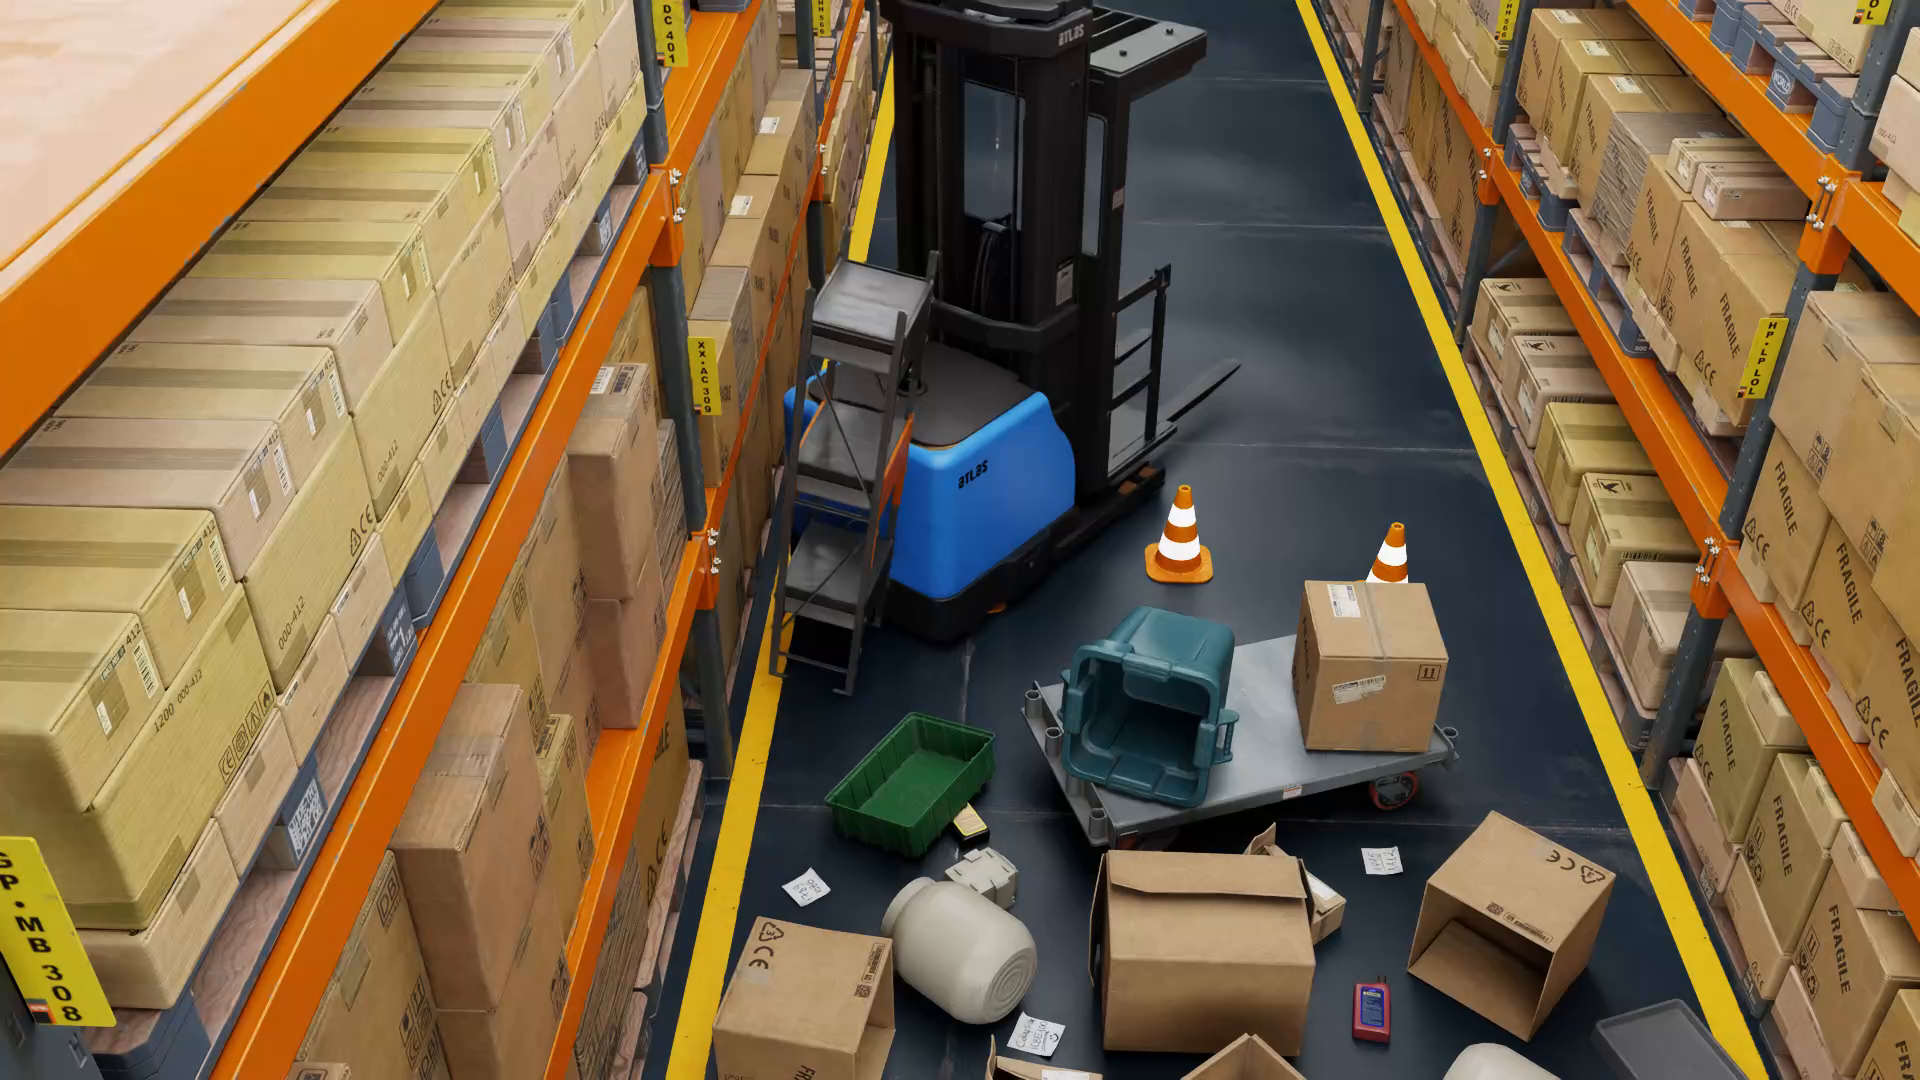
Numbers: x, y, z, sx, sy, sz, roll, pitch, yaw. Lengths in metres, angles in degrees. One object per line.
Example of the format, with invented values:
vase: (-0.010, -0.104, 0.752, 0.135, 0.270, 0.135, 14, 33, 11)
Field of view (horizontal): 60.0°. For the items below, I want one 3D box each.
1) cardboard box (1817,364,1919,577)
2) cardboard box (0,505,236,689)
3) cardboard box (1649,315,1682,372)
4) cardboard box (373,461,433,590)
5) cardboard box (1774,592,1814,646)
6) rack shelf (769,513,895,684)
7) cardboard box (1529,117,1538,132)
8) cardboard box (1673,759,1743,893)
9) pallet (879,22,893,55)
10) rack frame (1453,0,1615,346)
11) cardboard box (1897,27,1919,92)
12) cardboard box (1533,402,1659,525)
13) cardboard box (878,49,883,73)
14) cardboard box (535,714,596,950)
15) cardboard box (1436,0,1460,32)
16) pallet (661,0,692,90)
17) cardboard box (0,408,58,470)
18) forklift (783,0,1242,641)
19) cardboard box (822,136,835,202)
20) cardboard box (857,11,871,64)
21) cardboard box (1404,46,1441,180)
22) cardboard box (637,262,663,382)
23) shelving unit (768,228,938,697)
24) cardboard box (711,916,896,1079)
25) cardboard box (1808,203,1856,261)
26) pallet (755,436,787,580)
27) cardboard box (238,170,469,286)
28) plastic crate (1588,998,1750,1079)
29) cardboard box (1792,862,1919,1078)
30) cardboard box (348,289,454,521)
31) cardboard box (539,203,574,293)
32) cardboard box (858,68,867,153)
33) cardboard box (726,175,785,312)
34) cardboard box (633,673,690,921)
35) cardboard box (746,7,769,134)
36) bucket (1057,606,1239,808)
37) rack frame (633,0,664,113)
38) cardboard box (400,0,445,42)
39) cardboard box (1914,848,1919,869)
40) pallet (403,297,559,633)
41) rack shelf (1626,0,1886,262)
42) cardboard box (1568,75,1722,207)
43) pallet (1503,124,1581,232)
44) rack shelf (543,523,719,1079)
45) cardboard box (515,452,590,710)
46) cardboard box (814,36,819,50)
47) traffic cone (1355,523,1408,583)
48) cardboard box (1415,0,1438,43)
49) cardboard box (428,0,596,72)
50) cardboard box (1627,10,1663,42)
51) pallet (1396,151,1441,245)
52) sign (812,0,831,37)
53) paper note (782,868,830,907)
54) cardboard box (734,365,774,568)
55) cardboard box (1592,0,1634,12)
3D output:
cardboard box: (3.179, -0.201, 5.158, 0.700, 0.500, 0.500, 2, 35, 2)
cardboard box: (-1.312, 0.080, 2.438, 0.380, 0.149, 0.250, 2, 35, 2)
cardboard box: (3.203, -0.842, 7.138, 0.380, 0.149, 0.250, 1, 35, 1)
cardboard box: (-1.281, -0.035, 3.295, 0.380, 0.149, 0.250, 1, 35, 2)
cardboard box: (3.164, 0.252, 5.947, 0.380, 0.149, 0.250, 2, 35, 3)
rack shelf: (-0.588, 0.266, 7.649, 0.431, 0.518, 0.480, 15, 40, 5)
cardboard box: (3.418, -2.355, 9.291, 0.380, 0.149, 0.250, -1, 35, -1)
cardboard box: (3.162, 1.115, 6.526, 0.500, 0.250, 0.500, 0, 35, 0)
pallet: (-1.135, -4.772, 15.301, 1.003, 0.211, 1.213, 1, 35, 2)
rack frame: (3.616, -2.469, 9.599, 1.000, 3.000, 0.127, 1, 35, 2)
cardboard box: (3.117, -1.448, 5.063, 0.380, 0.149, 0.250, 1, 35, 1)
cardboard box: (3.526, -0.381, 8.549, 0.950, 0.372, 0.625, 2, 35, 3)
cardboard box: (-0.837, -4.030, 13.936, 0.380, 0.149, 0.250, 0, 35, 0)
cardboard box: (-1.557, 0.855, 4.740, 0.875, 0.550, 0.500, 1, 35, 2)
cardboard box: (3.399, -3.485, 10.742, 0.500, 0.250, 0.500, 0, 35, 1)
pallet: (-1.507, -1.903, 6.353, 0.805, 0.209, 1.217, 0, 35, 0)
cardboard box: (-1.894, -0.004, 2.903, 0.500, 0.250, 0.500, 1, 35, 2)
forklift: (0.459, -1.506, 8.290, 1.130, 2.935, 3.031, 25, 42, 31)
cardboard box: (-1.064, -2.371, 10.618, 0.500, 0.250, 0.500, 0, 35, 0)
cardboard box: (-0.950, -3.845, 12.715, 0.500, 0.250, 0.500, 0, 35, 1)
cardboard box: (3.804, -3.192, 12.111, 0.875, 0.875, 0.875, 2, 35, 3)
cardboard box: (-1.480, -0.962, 6.499, 0.700, 0.500, 0.500, 1, 35, 1)
shelving unit: (-0.486, -0.270, 7.189, 0.431, 2.100, 0.503, 15, 40, 5)
cardboard box: (-0.531, 1.711, 5.825, 0.500, 0.500, 0.500, 7, 36, 10)
cardboard box: (3.781, -1.055, 6.878, 0.500, 0.500, 0.500, 1, 35, 2)
pallet: (-1.492, -0.234, 8.845, 1.003, 0.211, 1.213, 1, 35, 2)
cardboard box: (-1.261, -0.654, 3.481, 0.380, 0.149, 0.250, 2, 35, 3)
plastic crate: (2.573, 1.907, 5.912, 0.402, 0.080, 0.583, -10, 36, -14)
cardboard box: (3.130, 1.414, 5.448, 0.500, 0.500, 0.500, 3, 35, 4)
cardboard box: (-1.340, -0.282, 3.299, 0.500, 0.250, 0.500, 1, 35, 2)
cardboard box: (-1.230, -0.764, 4.331, 0.380, 0.149, 0.250, 2, 35, 3)
cardboard box: (-0.972, -3.246, 12.515, 0.500, 0.500, 0.500, 1, 35, 1)
cardboard box: (-1.141, -1.432, 8.038, 0.500, 0.500, 0.500, 2, 35, 3)
cardboard box: (-1.589, 0.831, 6.388, 0.875, 0.875, 0.875, 2, 35, 3)
cardboard box: (-1.381, -2.426, 8.583, 0.700, 0.500, 0.500, 1, 35, 1)
bucket: (0.804, 0.622, 6.727, 0.726, 0.611, 0.620, 13, 27, 18)
rack frame: (-1.494, -2.681, 4.685, 1.000, 3.000, 0.127, 1, 35, 2)
cardboard box: (-1.794, -1.453, 4.965, 0.500, 0.250, 0.500, 2, 35, 2)
cardboard box: (3.080, 0.986, 4.902, 0.380, 0.149, 0.250, 1, 35, 2)
pallet: (-1.589, -0.249, 3.909, 1.003, 0.211, 1.213, 1, 35, 2)
rack shelf: (3.536, -2.252, 7.309, 1.077, 0.370, 4.000, 1, 35, 2)
cardboard box: (3.339, -1.945, 8.144, 0.500, 0.500, 0.500, 2, 35, 3)
pallet: (3.694, -1.978, 9.069, 1.213, 0.211, 1.003, 1, 35, 2)
rack shelf: (-1.575, 1.217, 4.981, 1.077, 0.370, 4.000, 1, 35, 2)
cardboard box: (-1.608, 0.107, 4.865, 0.875, 0.550, 0.550, 1, 35, 2)
cardboard box: (-1.093, -3.155, 10.430, 0.380, 0.149, 0.250, 3, 35, 4)
traffic cone: (2.107, 0.123, 8.119, 0.336, 0.463, 0.334, 1, 35, 2)
cardboard box: (3.411, -3.580, 11.312, 0.500, 0.250, 0.500, 1, 35, 1)
cardboard box: (-1.211, -1.383, 4.519, 0.380, 0.149, 0.250, 1, 35, 2)
cardboard box: (3.876, -2.535, 8.984, 0.500, 0.500, 0.500, 0, 35, 1)
pallet: (3.775, -2.478, 12.038, 1.003, 0.211, 1.213, 1, 35, 2)
sign: (-0.779, -2.988, 9.331, 0.100, 0.325, 0.005, 1, 35, 2)
paper note: (-0.616, 1.395, 6.684, 0.147, 0.020, 0.142, -24, 42, -30)
cardboard box: (-1.517, -0.391, 8.235, 1.050, 0.750, 0.750, 1, 35, 2)
cardboard box: (3.881, -3.196, 9.678, 0.500, 0.500, 0.500, 0, 35, 0)
